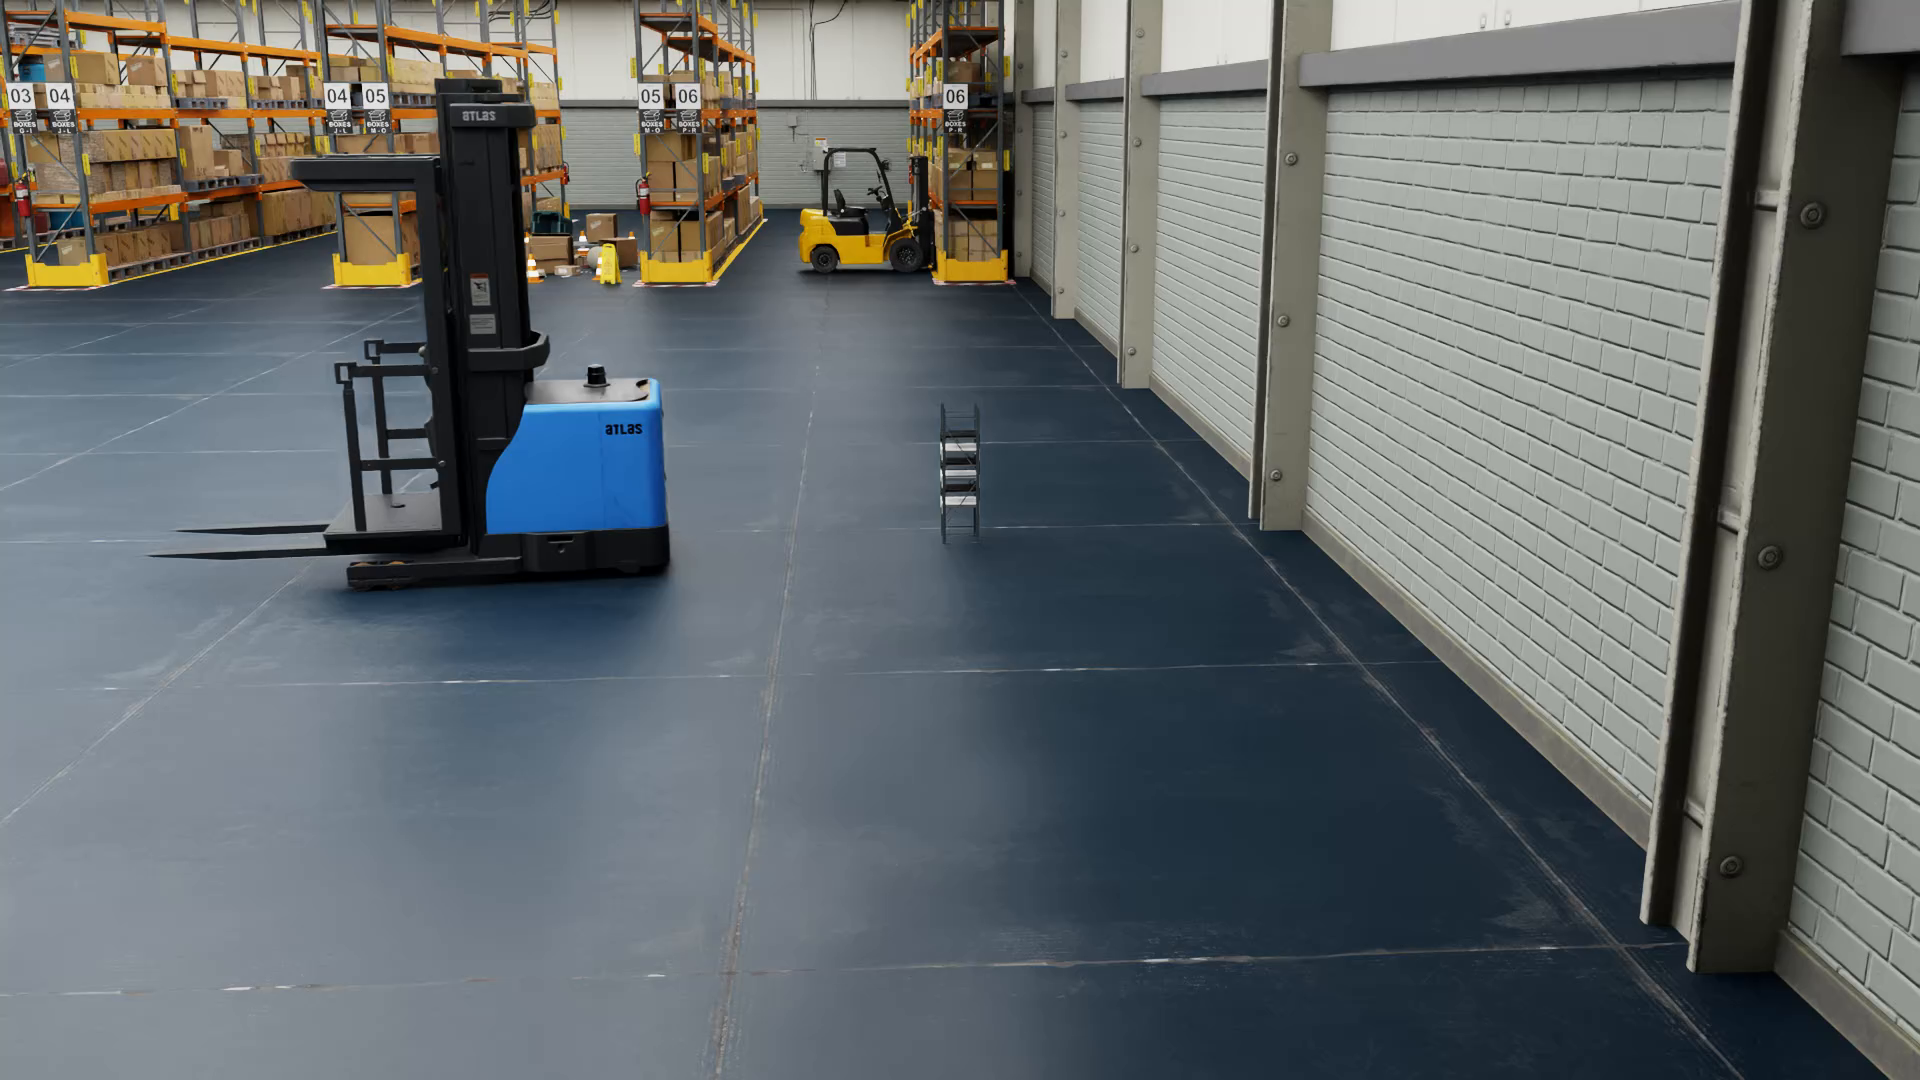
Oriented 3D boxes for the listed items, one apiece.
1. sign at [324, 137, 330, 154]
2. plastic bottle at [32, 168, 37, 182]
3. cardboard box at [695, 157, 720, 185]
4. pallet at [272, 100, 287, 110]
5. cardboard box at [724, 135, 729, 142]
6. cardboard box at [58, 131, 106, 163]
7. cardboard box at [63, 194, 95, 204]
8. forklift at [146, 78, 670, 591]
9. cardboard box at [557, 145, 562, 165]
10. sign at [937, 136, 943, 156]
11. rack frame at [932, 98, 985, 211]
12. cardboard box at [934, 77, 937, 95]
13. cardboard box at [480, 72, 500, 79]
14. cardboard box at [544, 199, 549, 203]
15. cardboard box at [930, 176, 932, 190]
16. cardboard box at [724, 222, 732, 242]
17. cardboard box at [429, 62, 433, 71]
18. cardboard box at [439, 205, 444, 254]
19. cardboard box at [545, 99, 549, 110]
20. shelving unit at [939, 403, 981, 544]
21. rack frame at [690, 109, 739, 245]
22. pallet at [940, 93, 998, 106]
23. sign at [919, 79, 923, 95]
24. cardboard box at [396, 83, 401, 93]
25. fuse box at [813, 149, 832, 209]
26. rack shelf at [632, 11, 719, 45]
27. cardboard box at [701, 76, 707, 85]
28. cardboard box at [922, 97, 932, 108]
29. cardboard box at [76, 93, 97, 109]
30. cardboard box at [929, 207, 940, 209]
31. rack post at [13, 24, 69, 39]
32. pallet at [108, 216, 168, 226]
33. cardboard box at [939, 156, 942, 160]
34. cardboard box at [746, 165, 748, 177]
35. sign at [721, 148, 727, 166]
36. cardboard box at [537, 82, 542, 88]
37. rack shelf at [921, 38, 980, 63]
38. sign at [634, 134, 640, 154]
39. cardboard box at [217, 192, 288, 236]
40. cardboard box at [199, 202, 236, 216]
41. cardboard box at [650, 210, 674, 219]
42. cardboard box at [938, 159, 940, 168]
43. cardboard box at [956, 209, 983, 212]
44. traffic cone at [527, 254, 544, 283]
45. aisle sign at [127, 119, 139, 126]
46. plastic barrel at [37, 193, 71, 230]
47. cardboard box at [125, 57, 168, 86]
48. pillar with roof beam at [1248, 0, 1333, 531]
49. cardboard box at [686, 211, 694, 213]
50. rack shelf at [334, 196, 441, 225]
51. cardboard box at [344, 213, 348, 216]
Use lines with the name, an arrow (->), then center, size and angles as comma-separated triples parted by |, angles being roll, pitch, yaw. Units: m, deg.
sign -> -10.216, -6.350, 26.886 | 0.100, 0.325, 0.005 | -1, 14, -3
plastic bottle -> -19.779, -7.803, 35.570 | 0.061, 0.283, 0.133 | -1, 14, -3
cardboard box -> -4.672, -6.733, 30.379 | 0.500, 0.500, 0.500 | 0, 14, -2
pallet -> -15.291, -9.416, 35.962 | 1.003, 0.211, 1.213 | 0, 14, -1
cardboard box -> -4.852, -8.078, 33.460 | 0.380, 0.149, 0.250 | -2, 15, -6
cardboard box -> -14.392, -6.445, 27.253 | 0.500, 0.500, 0.500 | -1, 14, -3
cardboard box -> -14.410, -5.581, 27.201 | 0.380, 0.149, 0.250 | -1, 14, -3
forklift -> -3.353, -1.260, 10.041 | 3.031, 2.935, 1.130 | -2, 15, -10
cardboard box -> -10.380, -9.743, 42.077 | 0.500, 0.500, 0.500 | -1, 14, -2
sign -> -0.328, -6.529, 27.583 | 0.100, 0.325, 0.005 | -1, 14, -3
rack frame -> -0.033, -6.853, 31.642 | 1.000, 3.000, 0.127 | -1, 14, -3
cardboard box -> -0.225, -8.304, 30.396 | 0.500, 0.311, 0.500 | -1, 14, -2
cardboard box -> -9.951, -9.774, 35.237 | 0.396, 0.266, 0.258 | -1, 14, -3
cardboard box -> -10.347, -8.317, 41.016 | 0.380, 0.149, 0.250 | -1, 14, -5
cardboard box -> -0.325, -6.902, 32.132 | 0.500, 0.250, 0.500 | -1, 14, -2
cardboard box -> -5.115, -6.188, 33.489 | 0.950, 0.372, 0.625 | 0, 14, -2
cardboard box -> -9.535, -8.369, 29.376 | 0.380, 0.149, 0.250 | -1, 14, -2
cardboard box -> -9.952, -5.691, 30.546 | 0.875, 0.875, 0.875 | -1, 14, -3
cardboard box -> -10.264, -10.547, 40.280 | 0.500, 0.250, 0.500 | 0, 14, -1
shelving unit -> -0.001, -0.438, 10.922 | 0.258, 0.900, 0.210 | -1, 14, -3
rack frame -> -5.235, -7.770, 35.207 | 1.000, 3.000, 0.127 | -1, 14, -3
pallet -> 0.197, -7.444, 28.098 | 1.003, 0.211, 1.213 | -1, 14, -3
sign -> -0.822, -9.543, 35.040 | 0.100, 0.325, 0.005 | -1, 14, -3
cardboard box -> -9.391, -7.416, 27.269 | 0.380, 0.149, 0.250 | -1, 14, -3
fuse box -> -3.997, -10.534, 48.534 | 0.539, 1.711, 0.414 | -1, 14, -3
rack shelf -> -4.863, -8.834, 28.750 | 1.077, 0.370, 4.000 | -1, 14, -3
cardboard box -> -4.484, -7.779, 28.123 | 0.380, 0.149, 0.250 | -1, 14, -4
cardboard box -> -0.555, -9.352, 35.635 | 0.500, 0.250, 0.500 | -1, 14, -5
cardboard box -> -14.402, -7.132, 27.006 | 0.500, 0.250, 0.500 | 0, 14, -2
cardboard box -> -0.207, -6.584, 34.517 | 0.875, 0.625, 0.625 | 0, 14, -2
rack post -> -20.296, -11.195, 36.627 | 0.937, 0.300, 0.954 | -1, 14, -4
pallet -> -20.552, -7.974, 41.596 | 1.003, 0.211, 1.213 | -1, 14, -3
cardboard box -> -0.175, -6.702, 28.957 | 0.380, 0.149, 0.250 | -1, 14, -2
cardboard box -> -5.203, -8.585, 38.673 | 0.500, 0.250, 0.500 | -1, 14, -5
sign -> -4.446, -7.205, 31.273 | 0.100, 0.325, 0.005 | -1, 14, -3
cardboard box -> -10.227, -10.883, 39.781 | 0.380, 0.149, 0.250 | 0, 14, -1
rack shelf -> -0.157, -9.714, 32.967 | 1.077, 0.370, 4.000 | -1, 14, -3
sign -> -5.294, -6.491, 27.277 | 0.100, 0.325, 0.005 | -1, 14, -3
cardboard box -> -15.148, -6.964, 35.493 | 1.225, 0.875, 0.875 | -2, 15, -6
cardboard box -> -15.011, -6.685, 33.618 | 0.500, 0.250, 0.500 | 1, 14, 3
cardboard box -> -5.139, -5.615, 28.700 | 0.380, 0.149, 0.250 | 0, 14, -2
cardboard box -> -0.190, -6.621, 29.239 | 0.380, 0.149, 0.250 | -1, 14, -3
cardboard box -> 0.191, -6.090, 31.344 | 0.500, 0.250, 0.500 | -1, 14, -2
traffic cone -> -7.140, -4.538, 27.733 | 0.336, 0.463, 0.334 | -1, 14, -3
aisle sign -> -20.866, -10.803, 41.776 | 0.394, 0.787, 0.004 | -1, 14, -3
plastic barrel -> -20.256, -7.411, 37.179 | 0.600, 0.901, 0.708 | -1, 14, -3
cardboard box -> -14.595, -8.402, 29.841 | 0.500, 0.500, 0.500 | -1, 14, -5
pillar with roof beam -> -2.110, -4.408, 10.098 | 9.100, 9.000, 0.400 | -1, 14, -3
cardboard box -> -5.220, -5.860, 30.951 | 0.500, 0.500, 0.500 | 0, 14, -1
rack shelf -> -9.797, -5.828, 29.102 | 1.077, 0.370, 4.000 | -1, 14, -3
cardboard box -> -15.390, -8.176, 40.204 | 0.875, 0.875, 0.875 | -1, 14, -3
